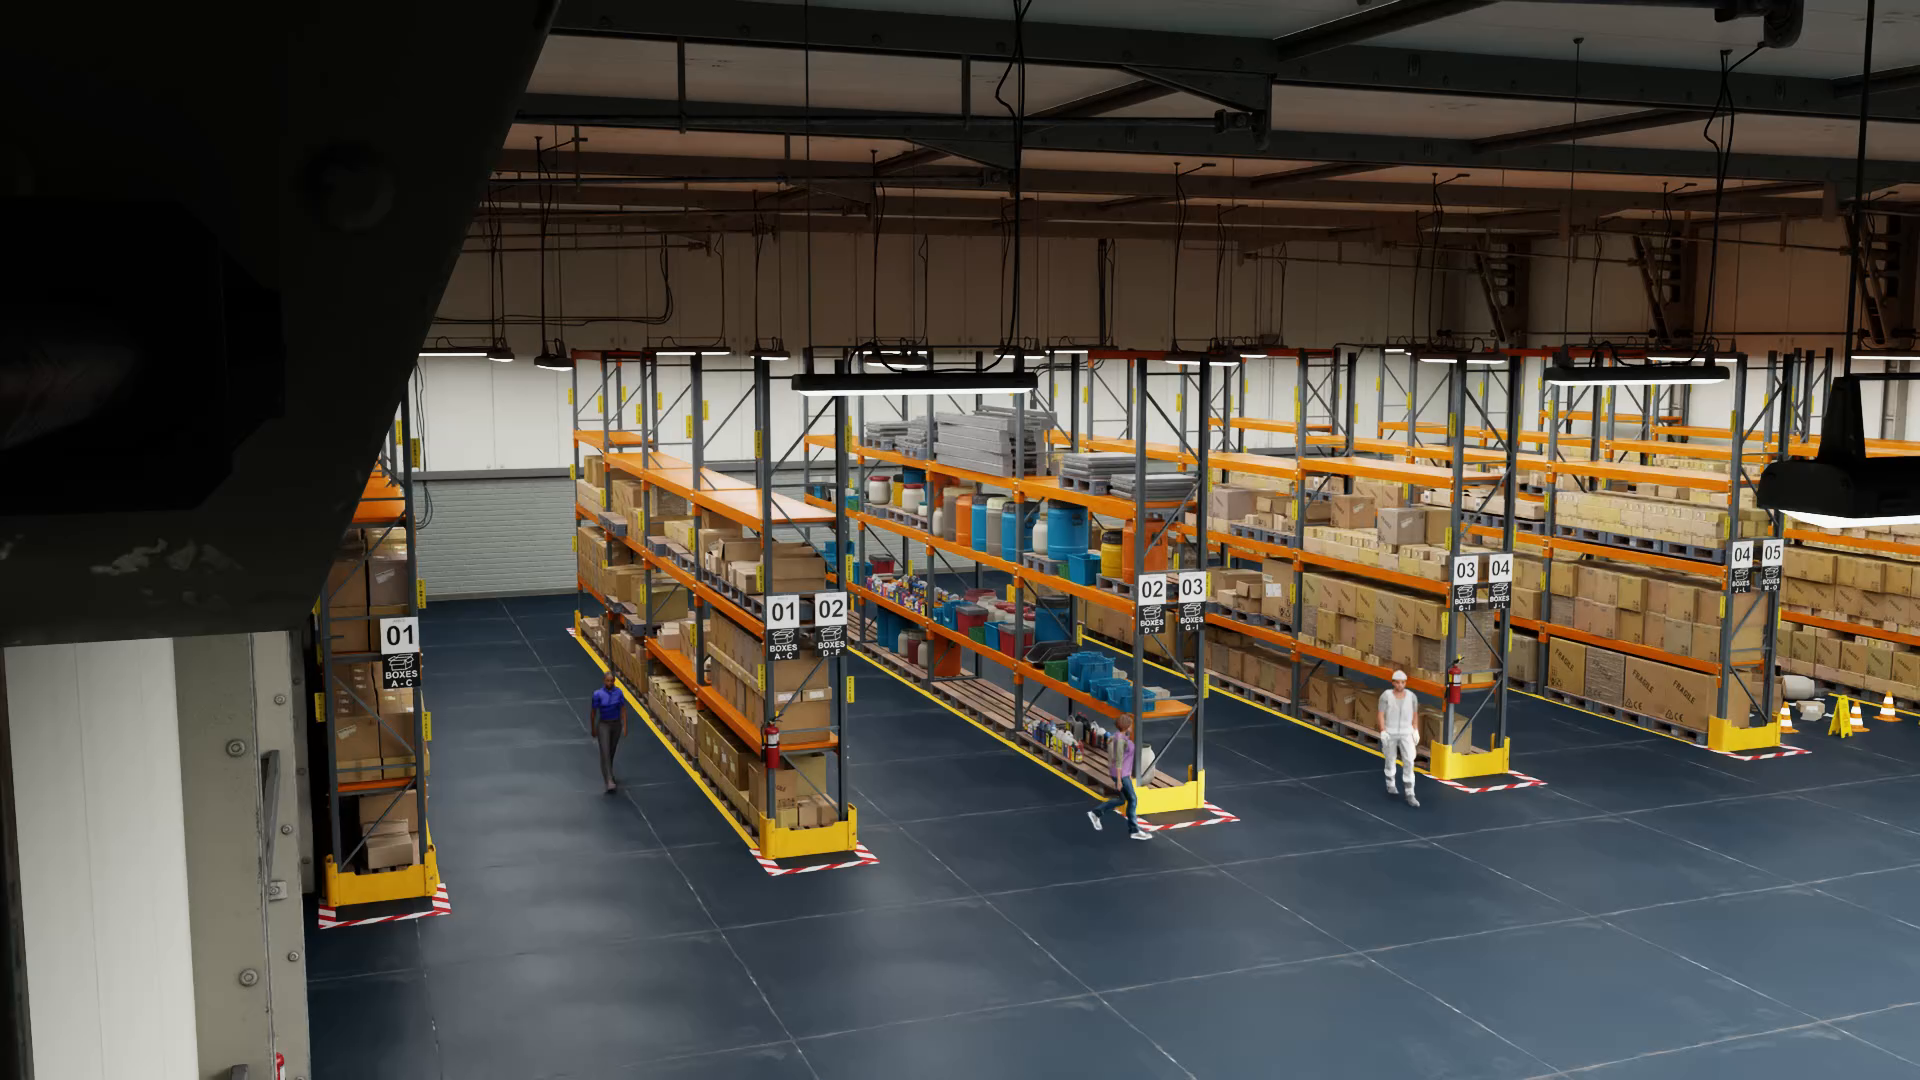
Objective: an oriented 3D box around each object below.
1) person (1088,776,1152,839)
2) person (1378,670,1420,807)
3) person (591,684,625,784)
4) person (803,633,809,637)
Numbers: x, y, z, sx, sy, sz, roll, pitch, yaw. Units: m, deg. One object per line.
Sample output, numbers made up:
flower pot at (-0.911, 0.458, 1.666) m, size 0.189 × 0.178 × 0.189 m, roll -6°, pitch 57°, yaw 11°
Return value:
person at (2.019, 3.270, 20.950) m, size 0.805 × 0.916 × 0.365 m, roll 1°, pitch 7°, yaw 6°
person at (5.943, 2.642, 22.520) m, size 0.553 × 1.755 × 0.868 m, roll 1°, pitch 7°, yaw 9°
person at (-4.922, 2.682, 23.344) m, size 0.441 × 1.332 × 0.806 m, roll -5°, pitch 9°, yaw -36°
person at (-2.868, 1.841, 29.105) m, size 0.437 × 1.491 × 0.950 m, roll -3°, pitch 8°, yaw -24°
